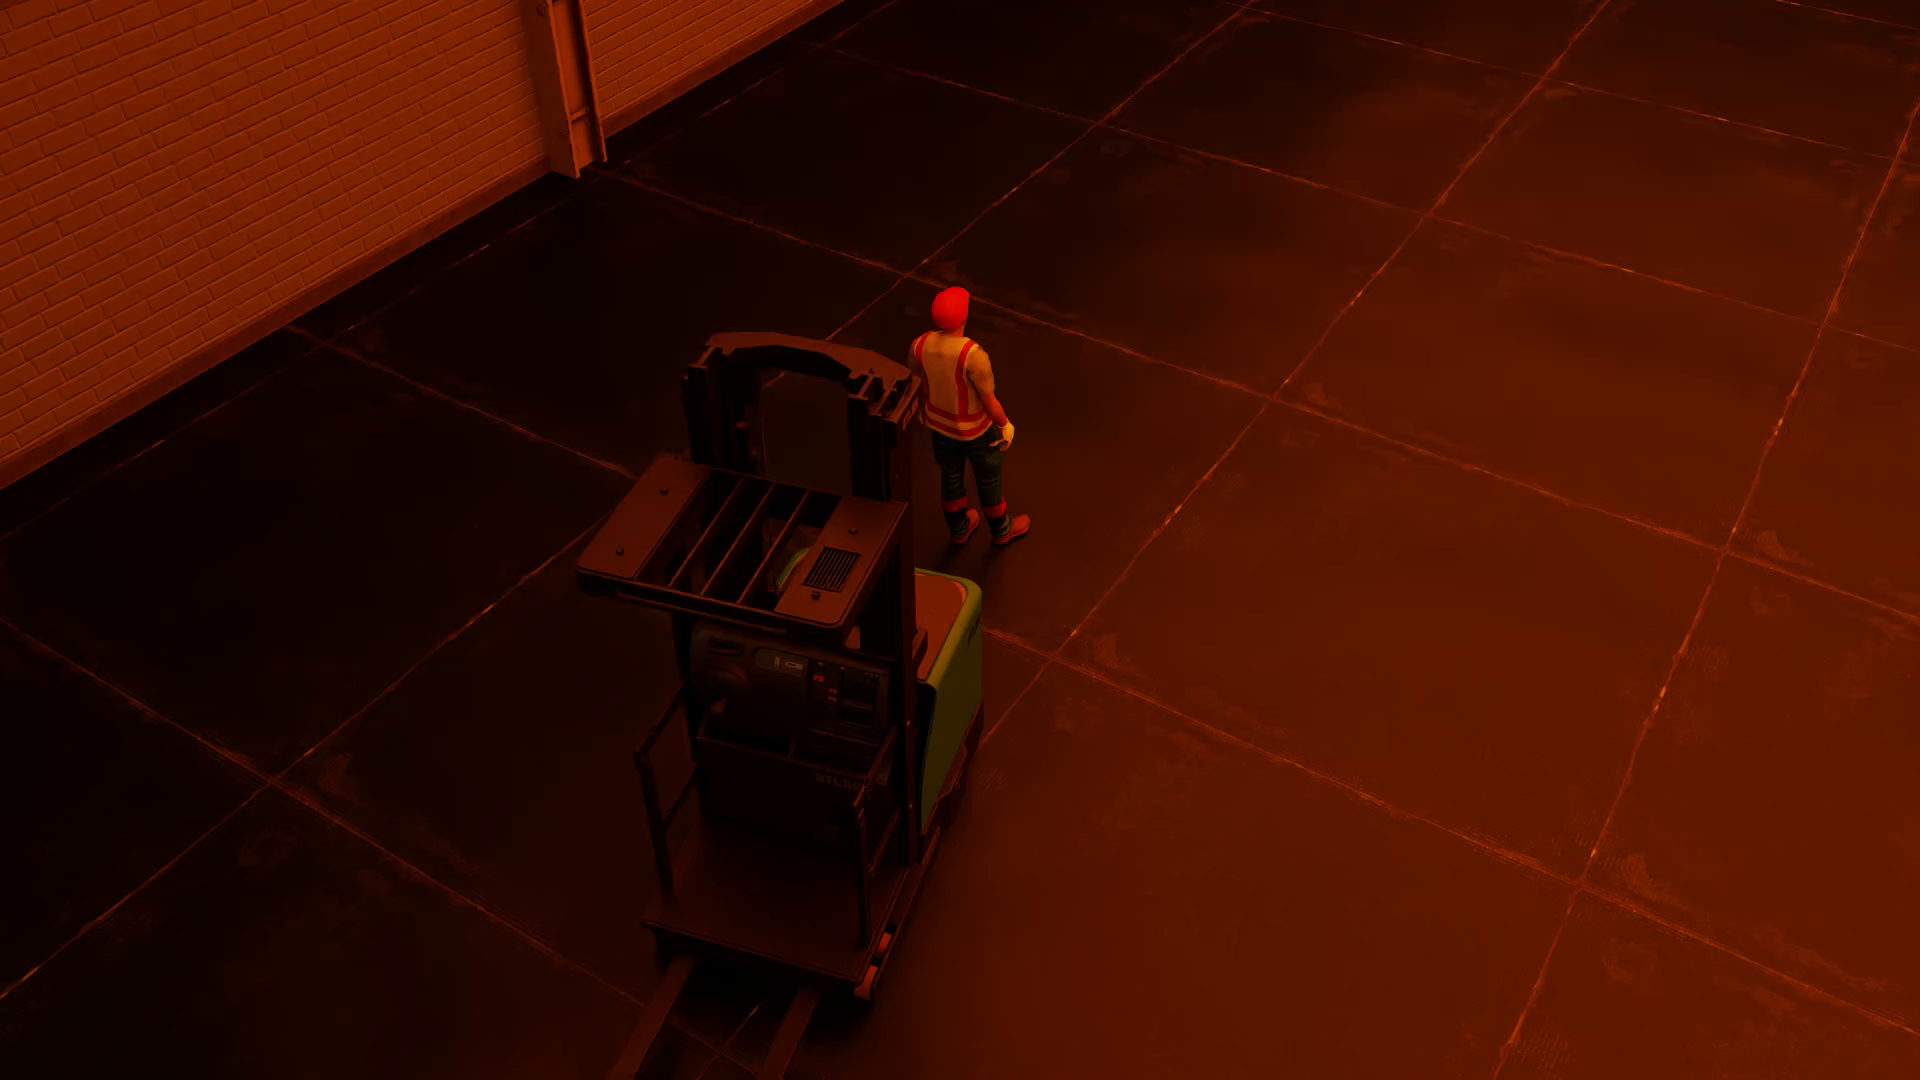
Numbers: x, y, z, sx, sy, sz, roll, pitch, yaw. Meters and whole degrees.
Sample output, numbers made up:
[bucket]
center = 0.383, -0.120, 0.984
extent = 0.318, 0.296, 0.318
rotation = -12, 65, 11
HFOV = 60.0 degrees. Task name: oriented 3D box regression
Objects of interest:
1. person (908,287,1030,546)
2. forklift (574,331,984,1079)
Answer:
[person]
center = 0.052, -0.728, 9.699
extent = 0.638, 1.789, 0.562
rotation = 22, 45, 24
[forklift]
center = -0.813, 0.717, 7.121
extent = 1.130, 2.935, 3.031
rotation = 12, 42, 14
